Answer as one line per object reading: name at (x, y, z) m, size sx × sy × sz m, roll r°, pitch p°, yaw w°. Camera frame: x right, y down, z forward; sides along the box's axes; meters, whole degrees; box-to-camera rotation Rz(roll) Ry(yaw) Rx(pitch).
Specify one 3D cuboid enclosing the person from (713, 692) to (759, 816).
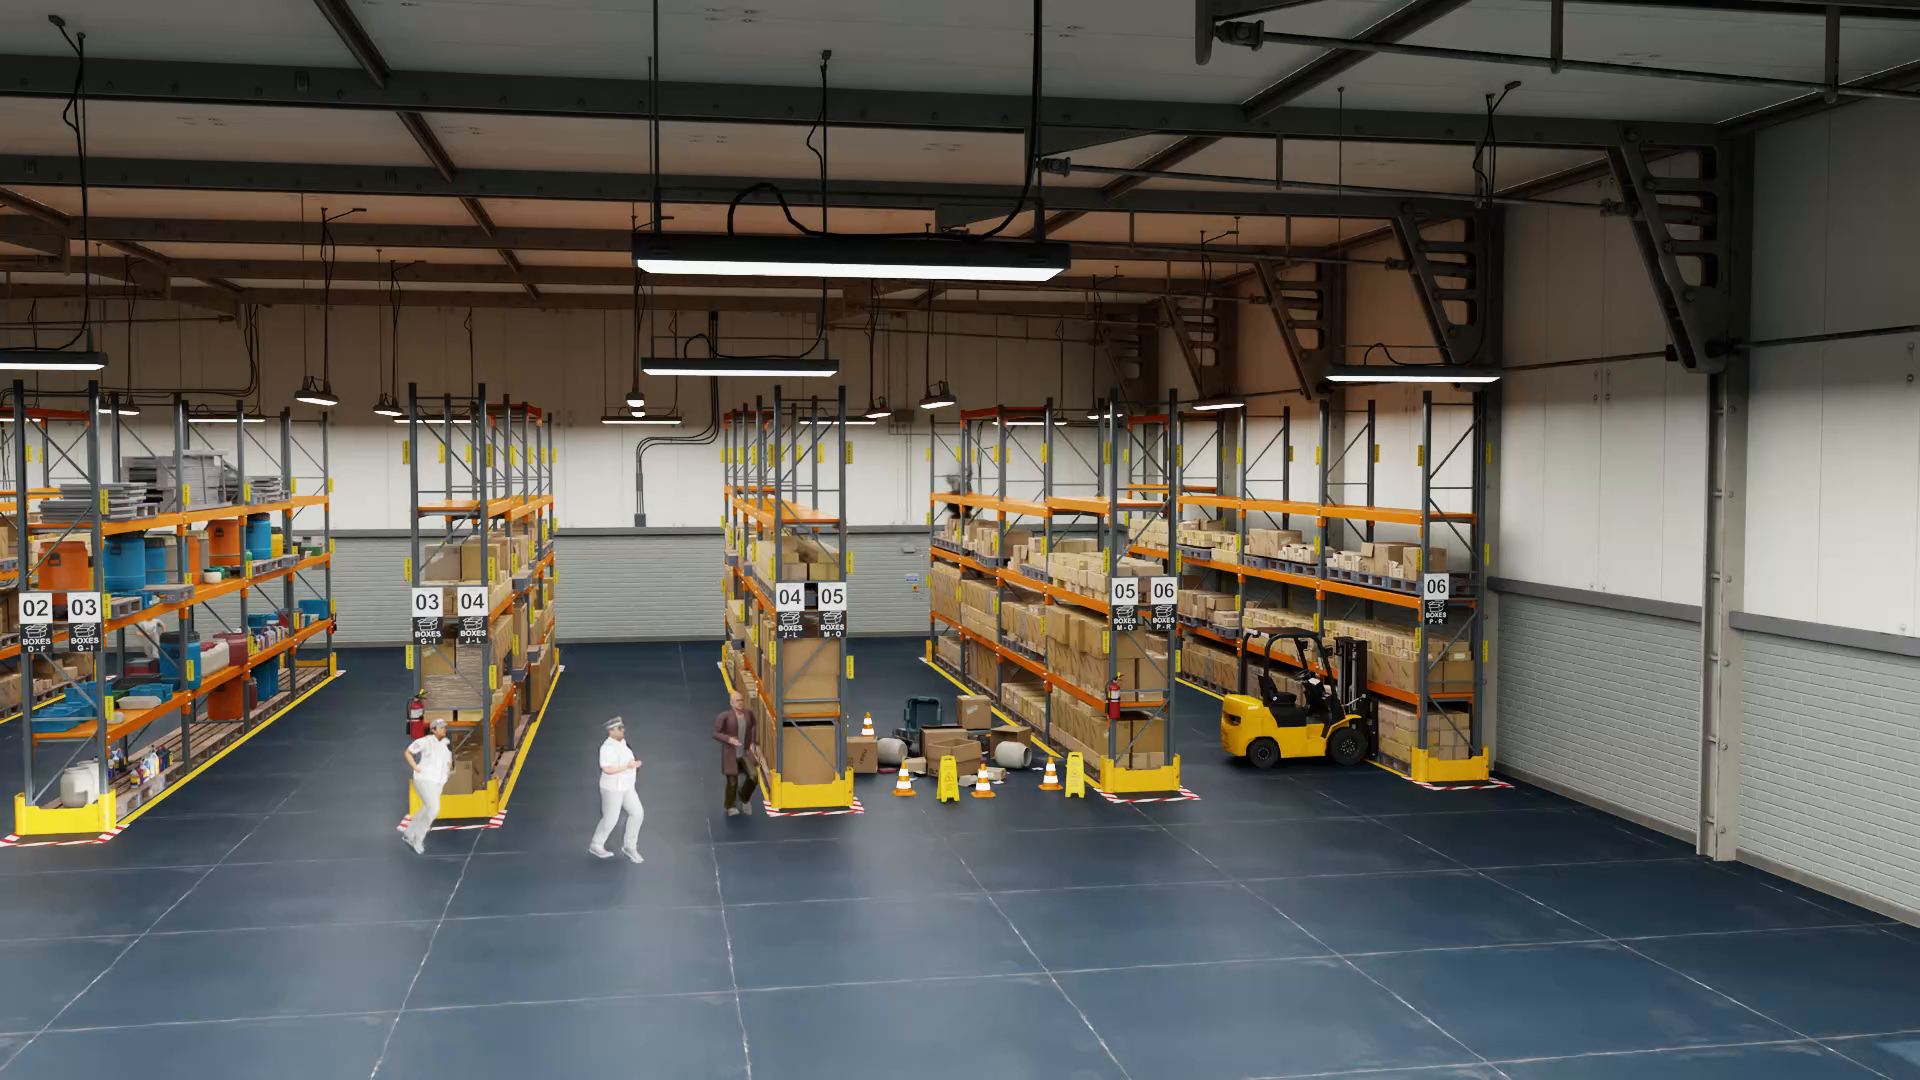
person at (-3.059, 2.961, 22.932) m, size 0.731 × 1.734 × 0.773 m, roll -2°, pitch 3°, yaw -30°

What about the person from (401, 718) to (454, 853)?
person at (-6.793, 3.119, 21.278) m, size 0.642 × 1.674 × 0.680 m, roll 1°, pitch 3°, yaw 25°

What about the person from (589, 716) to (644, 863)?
person at (-4.211, 3.082, 20.467) m, size 0.755 × 1.845 × 0.640 m, roll 1°, pitch 3°, yaw 21°

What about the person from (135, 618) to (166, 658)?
person at (-17.657, 2.327, 36.307) m, size 0.580 × 1.713 × 0.841 m, roll -1°, pitch 3°, yaw -14°
